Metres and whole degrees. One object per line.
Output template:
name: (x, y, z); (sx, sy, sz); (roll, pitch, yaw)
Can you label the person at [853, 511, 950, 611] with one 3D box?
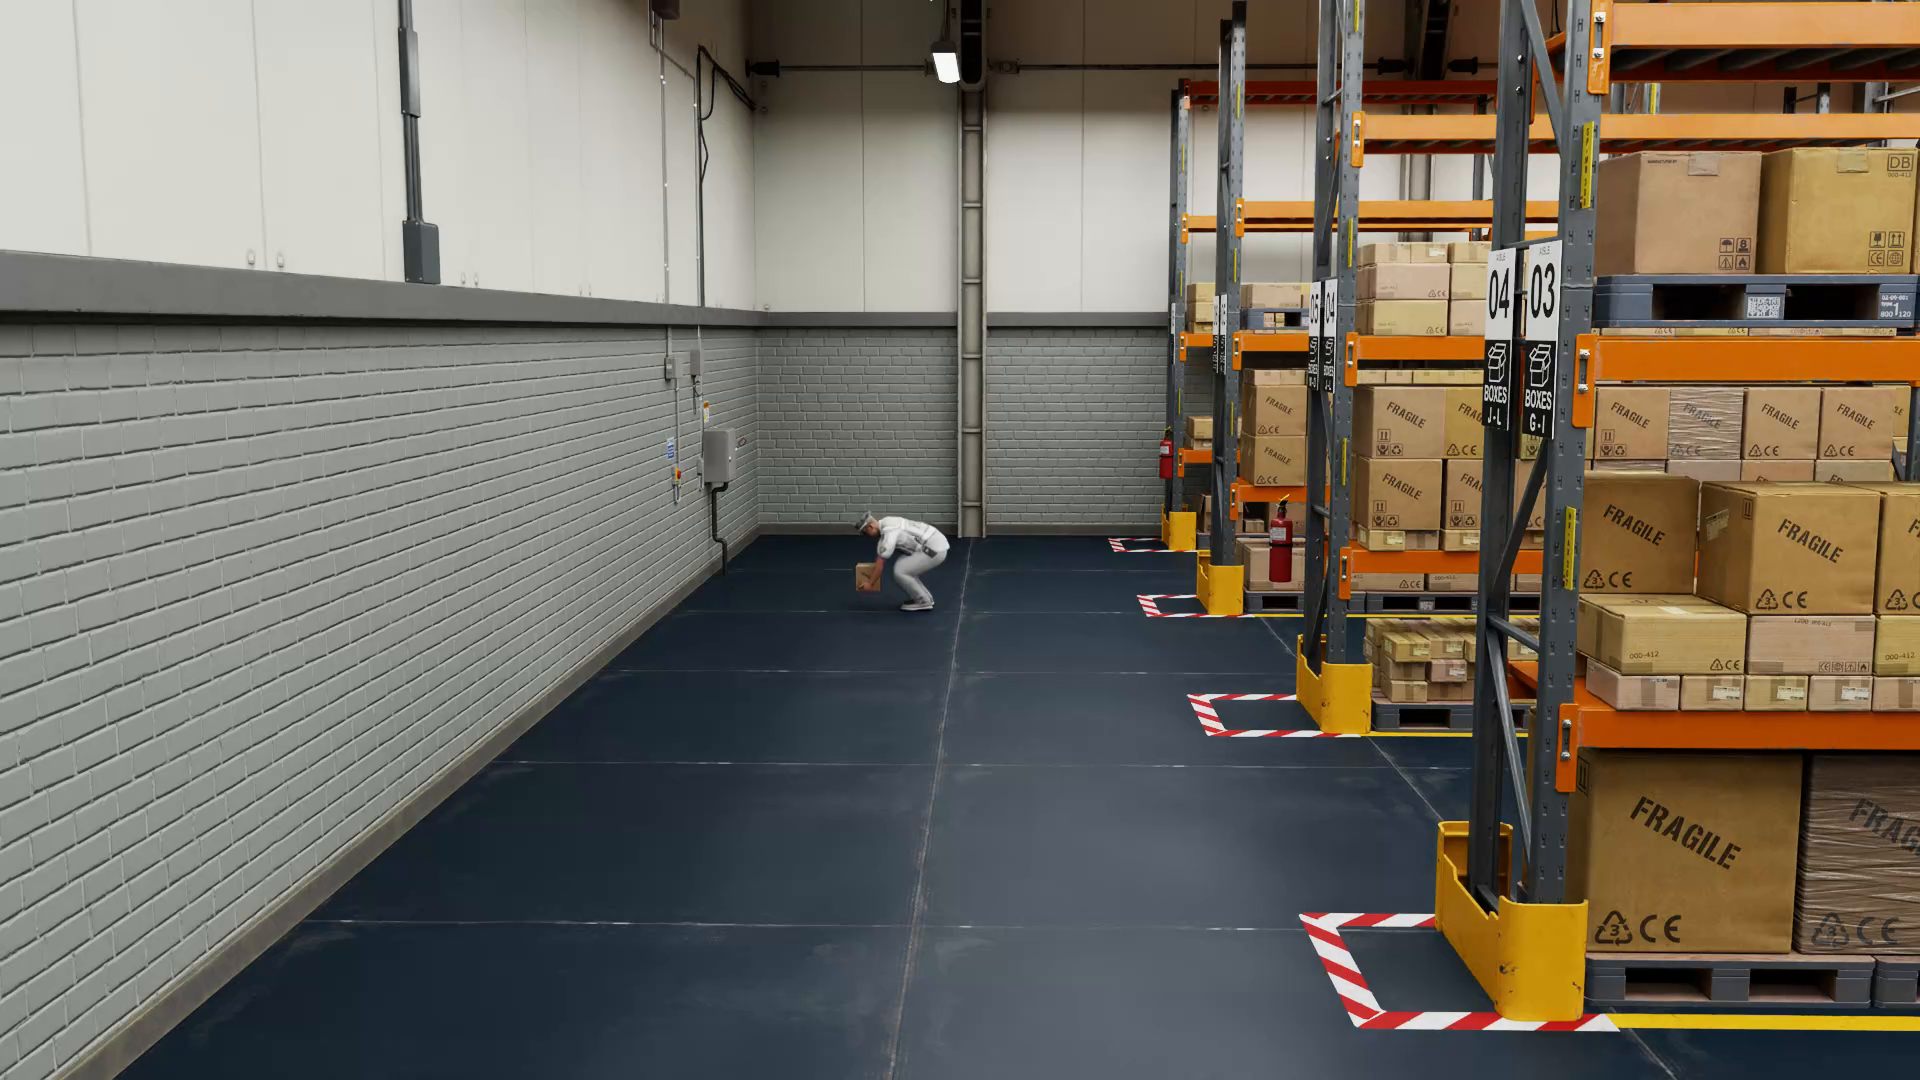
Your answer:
person: (-0.603, 0.206, 17.072); (0.996, 1.019, 0.494); (0, 7, -1)
